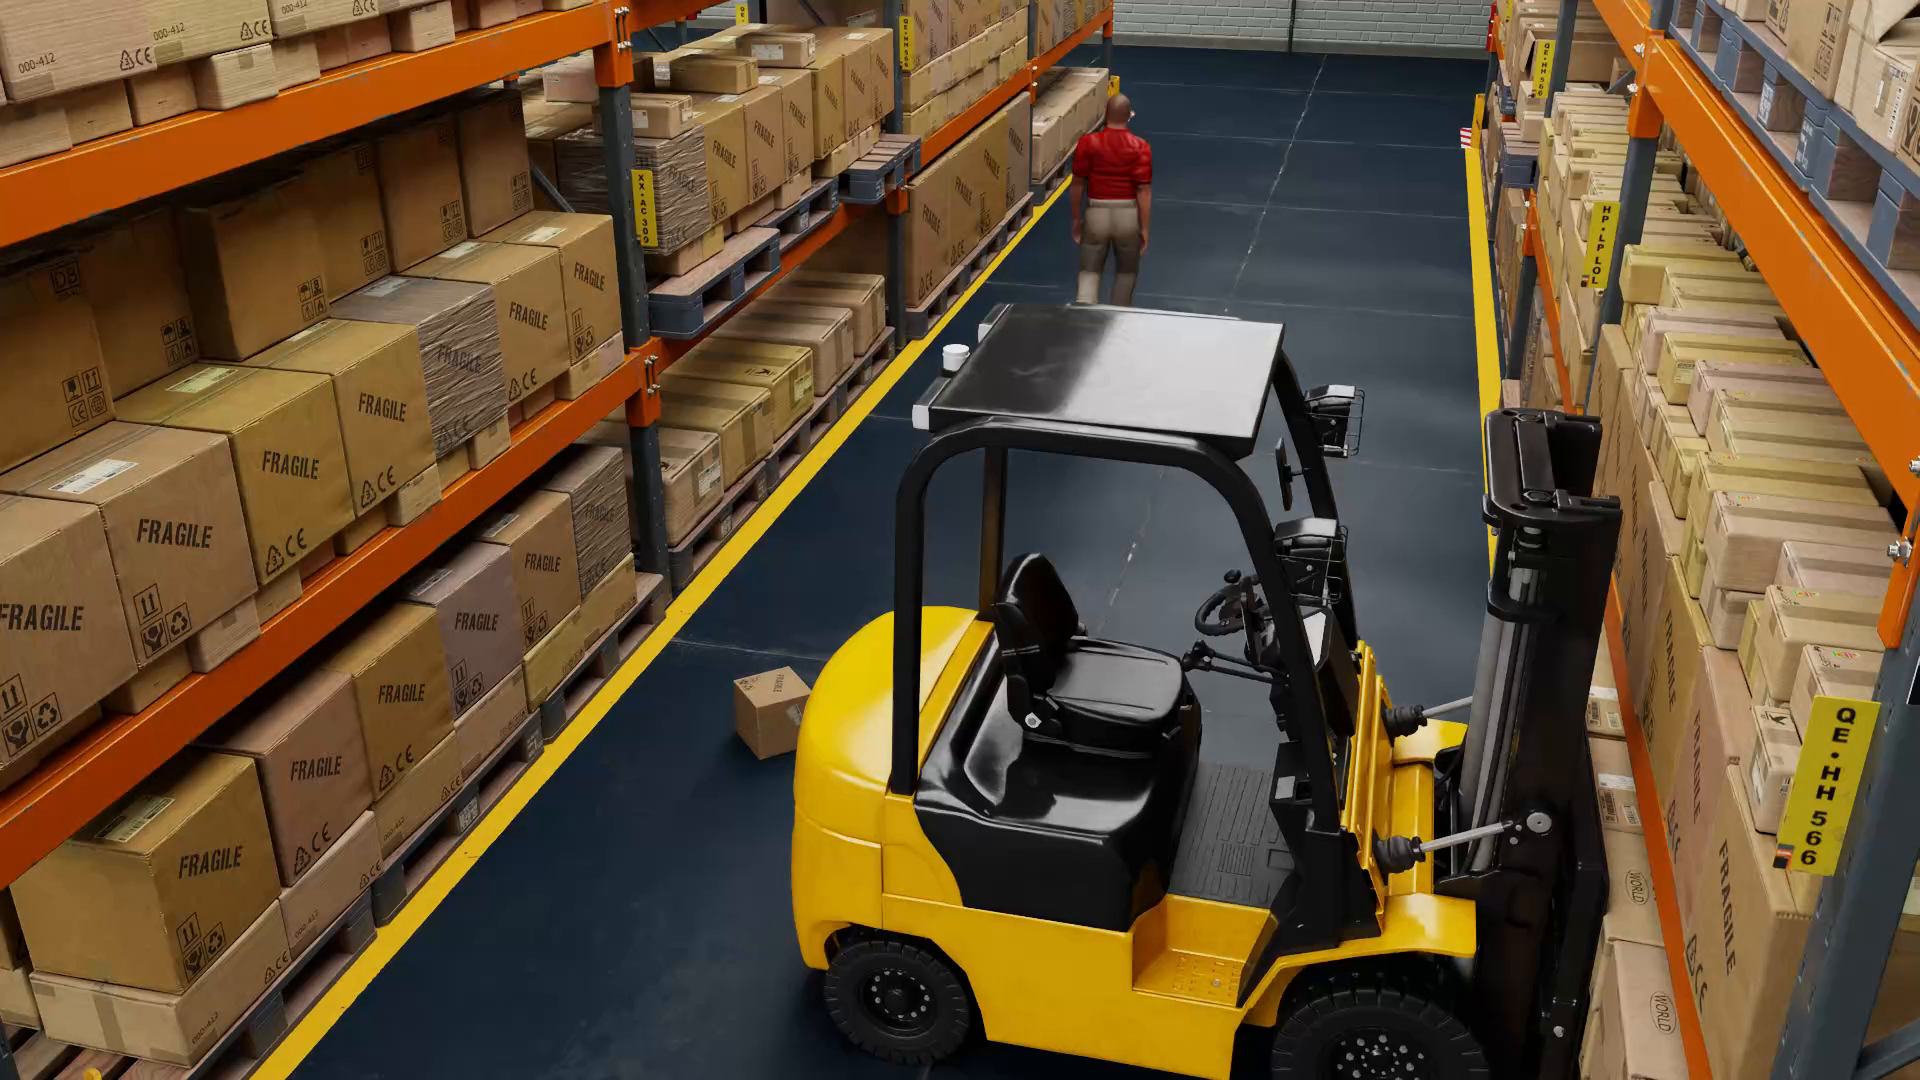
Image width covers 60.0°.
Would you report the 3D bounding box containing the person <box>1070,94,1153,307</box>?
[{"bbox_3d":[0.998,-2.110,11.090,0.549,1.697,0.772,6,26,13],"label":"person"}]
